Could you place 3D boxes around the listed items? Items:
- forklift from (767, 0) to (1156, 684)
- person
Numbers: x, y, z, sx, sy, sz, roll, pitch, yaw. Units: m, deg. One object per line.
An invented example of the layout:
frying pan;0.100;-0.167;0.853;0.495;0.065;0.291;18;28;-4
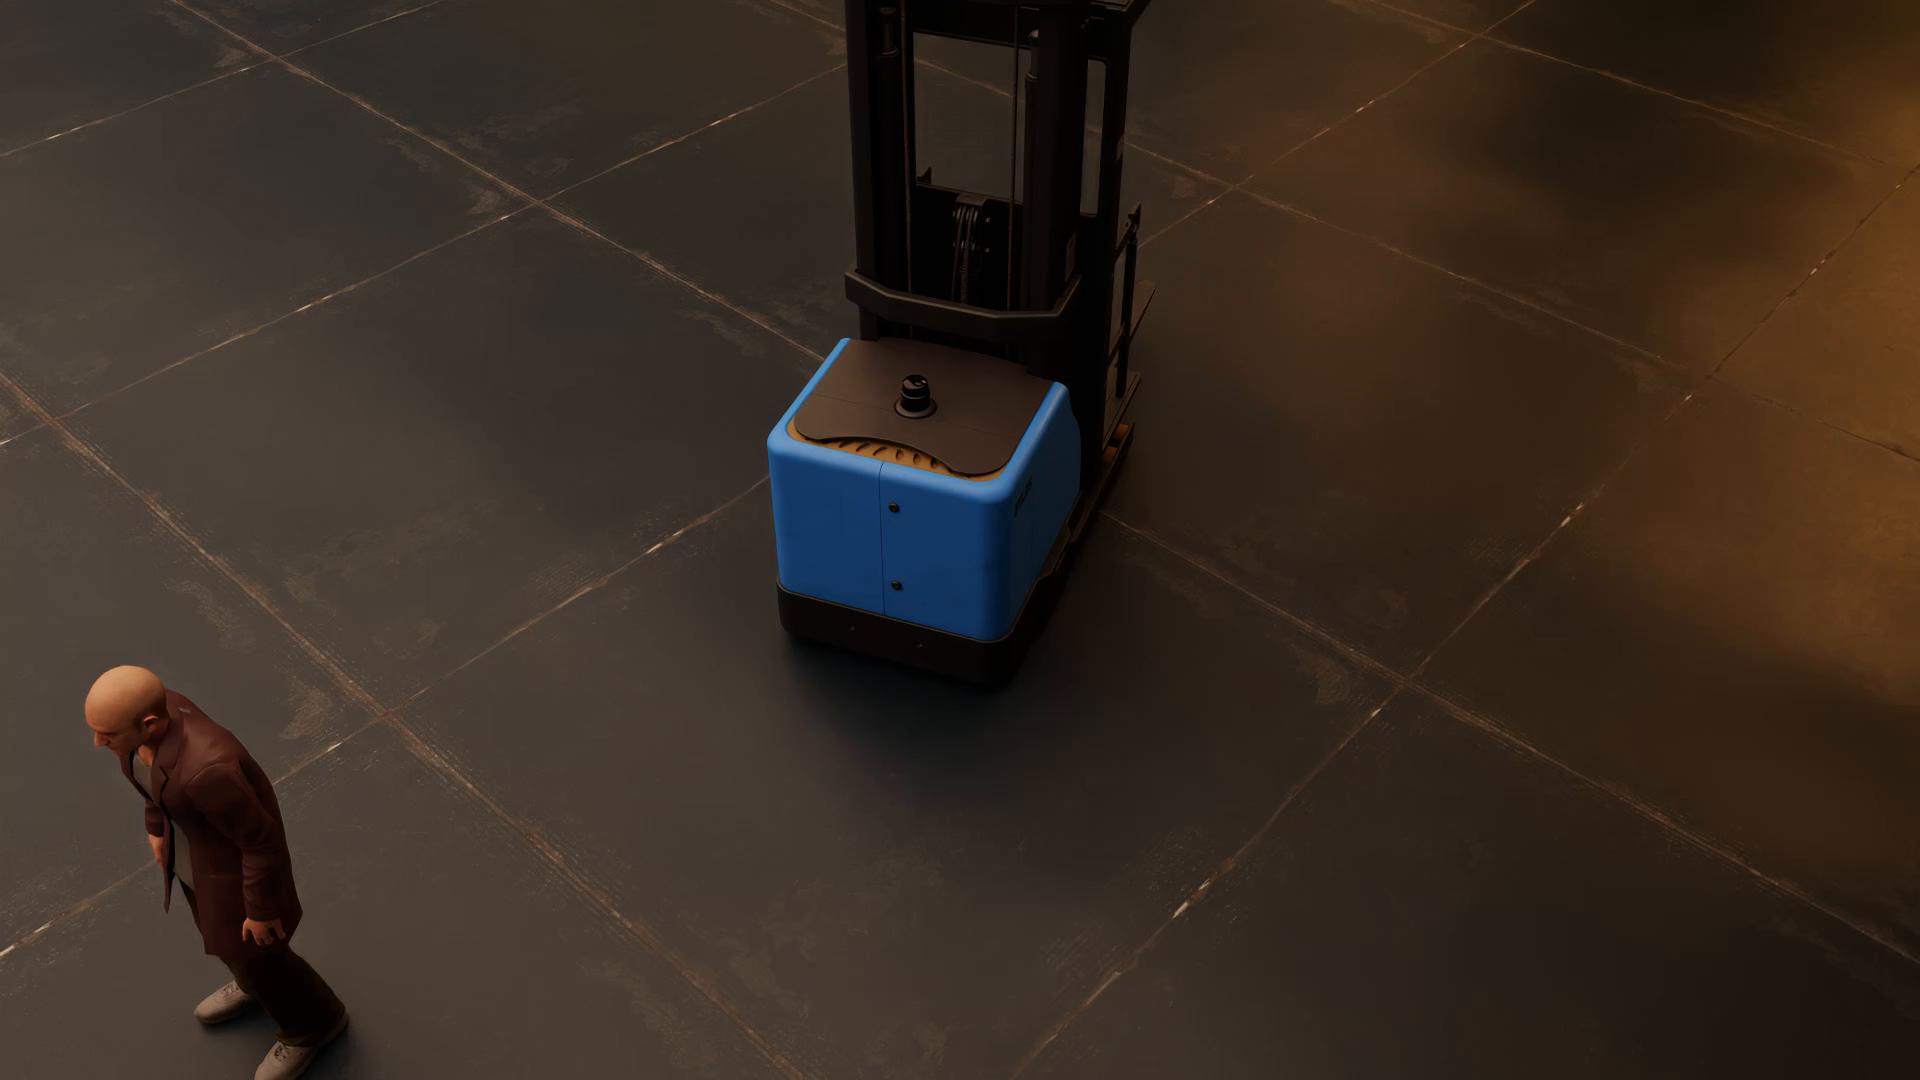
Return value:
forklift;0.211;-1.484;7.158;1.130;2.935;3.031;14;42;15
person;-2.292;1.011;5.138;0.652;1.773;0.433;29;48;29
